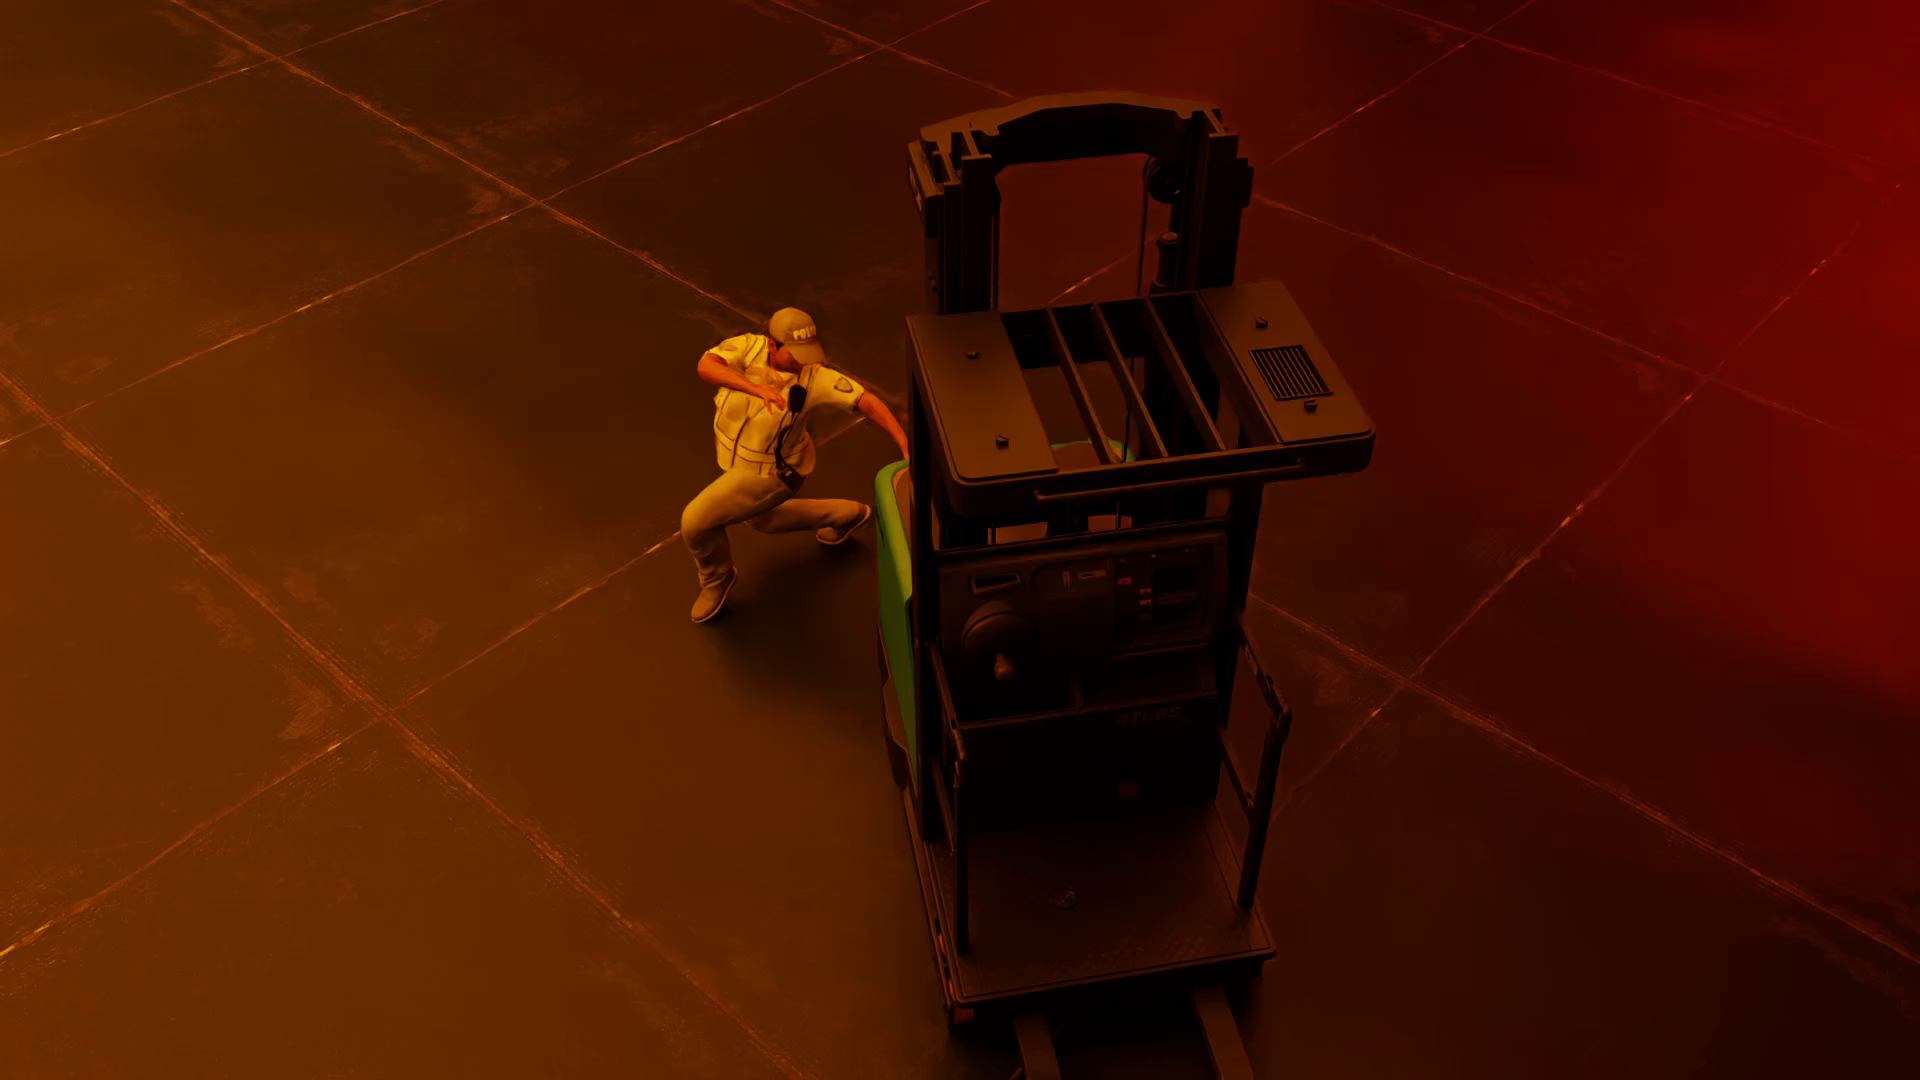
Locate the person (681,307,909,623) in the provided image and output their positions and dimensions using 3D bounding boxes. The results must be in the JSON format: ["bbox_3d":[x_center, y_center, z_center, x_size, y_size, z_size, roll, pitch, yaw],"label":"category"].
[{"bbox_3d":[-0.700,-0.290,6.970,0.950,1.387,0.852,-32,50,-32],"label":"person"}]

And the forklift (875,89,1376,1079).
[{"bbox_3d":[0.438,0.290,5.090,1.130,2.935,3.031,-7,41,-8],"label":"forklift"}]
